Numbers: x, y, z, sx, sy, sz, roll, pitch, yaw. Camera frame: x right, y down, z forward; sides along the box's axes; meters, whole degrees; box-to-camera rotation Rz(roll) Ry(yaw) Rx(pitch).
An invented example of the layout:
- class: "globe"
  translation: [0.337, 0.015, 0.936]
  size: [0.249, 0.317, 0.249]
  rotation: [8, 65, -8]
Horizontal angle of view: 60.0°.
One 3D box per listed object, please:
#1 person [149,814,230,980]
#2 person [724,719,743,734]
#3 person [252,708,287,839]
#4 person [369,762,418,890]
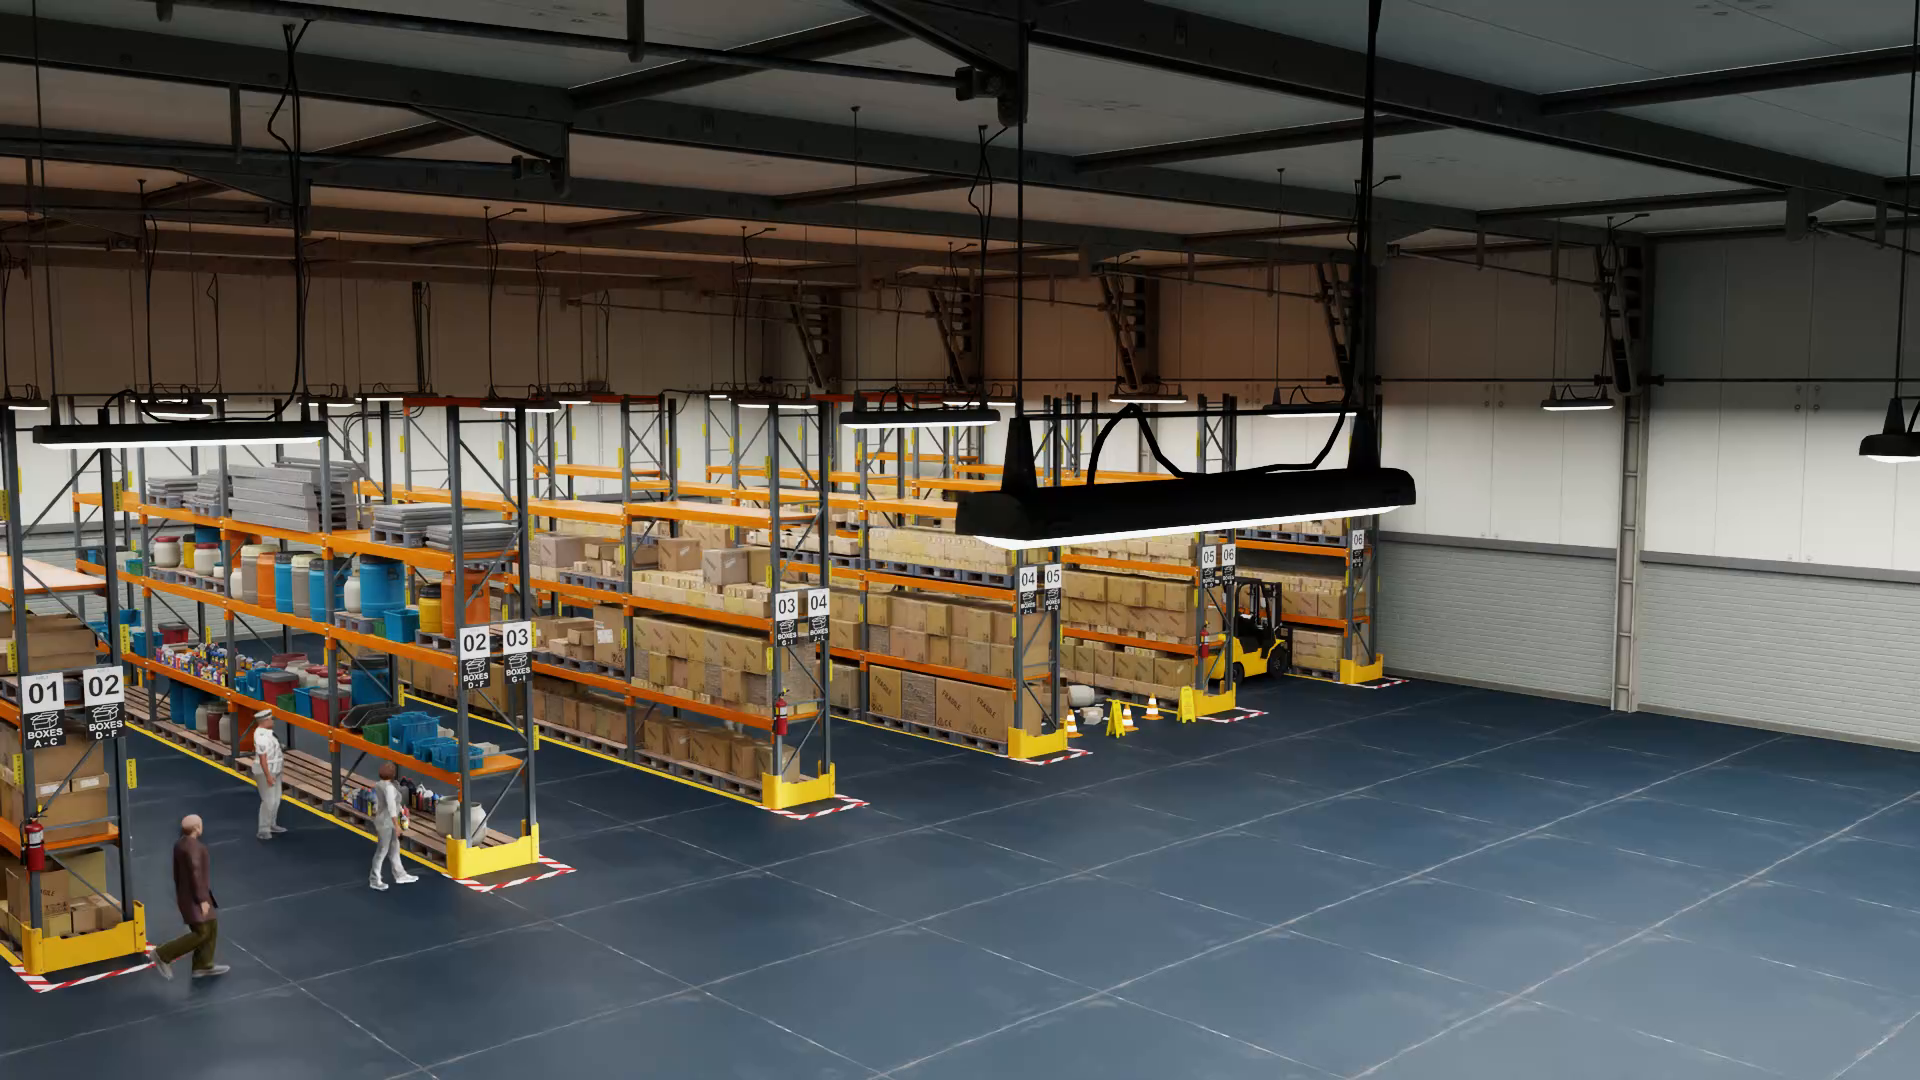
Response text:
- class: "person"
  translation: [-8.108, 3.853, 17.455]
  size: [0.742, 1.555, 0.560]
  rotation: [-2, 6, -20]
- class: "person"
  translation: [-3.898, 2.668, 28.675]
  size: [0.568, 1.760, 0.543]
  rotation: [-1, 6, -6]
- class: "person"
  translation: [-9.630, 3.265, 23.157]
  size: [0.405, 1.849, 0.617]
  rotation: [0, 6, -4]
- class: "person"
  translation: [-7.070, 3.541, 20.679]
  size: [0.587, 1.586, 0.439]
  rotation: [-2, 6, -17]
